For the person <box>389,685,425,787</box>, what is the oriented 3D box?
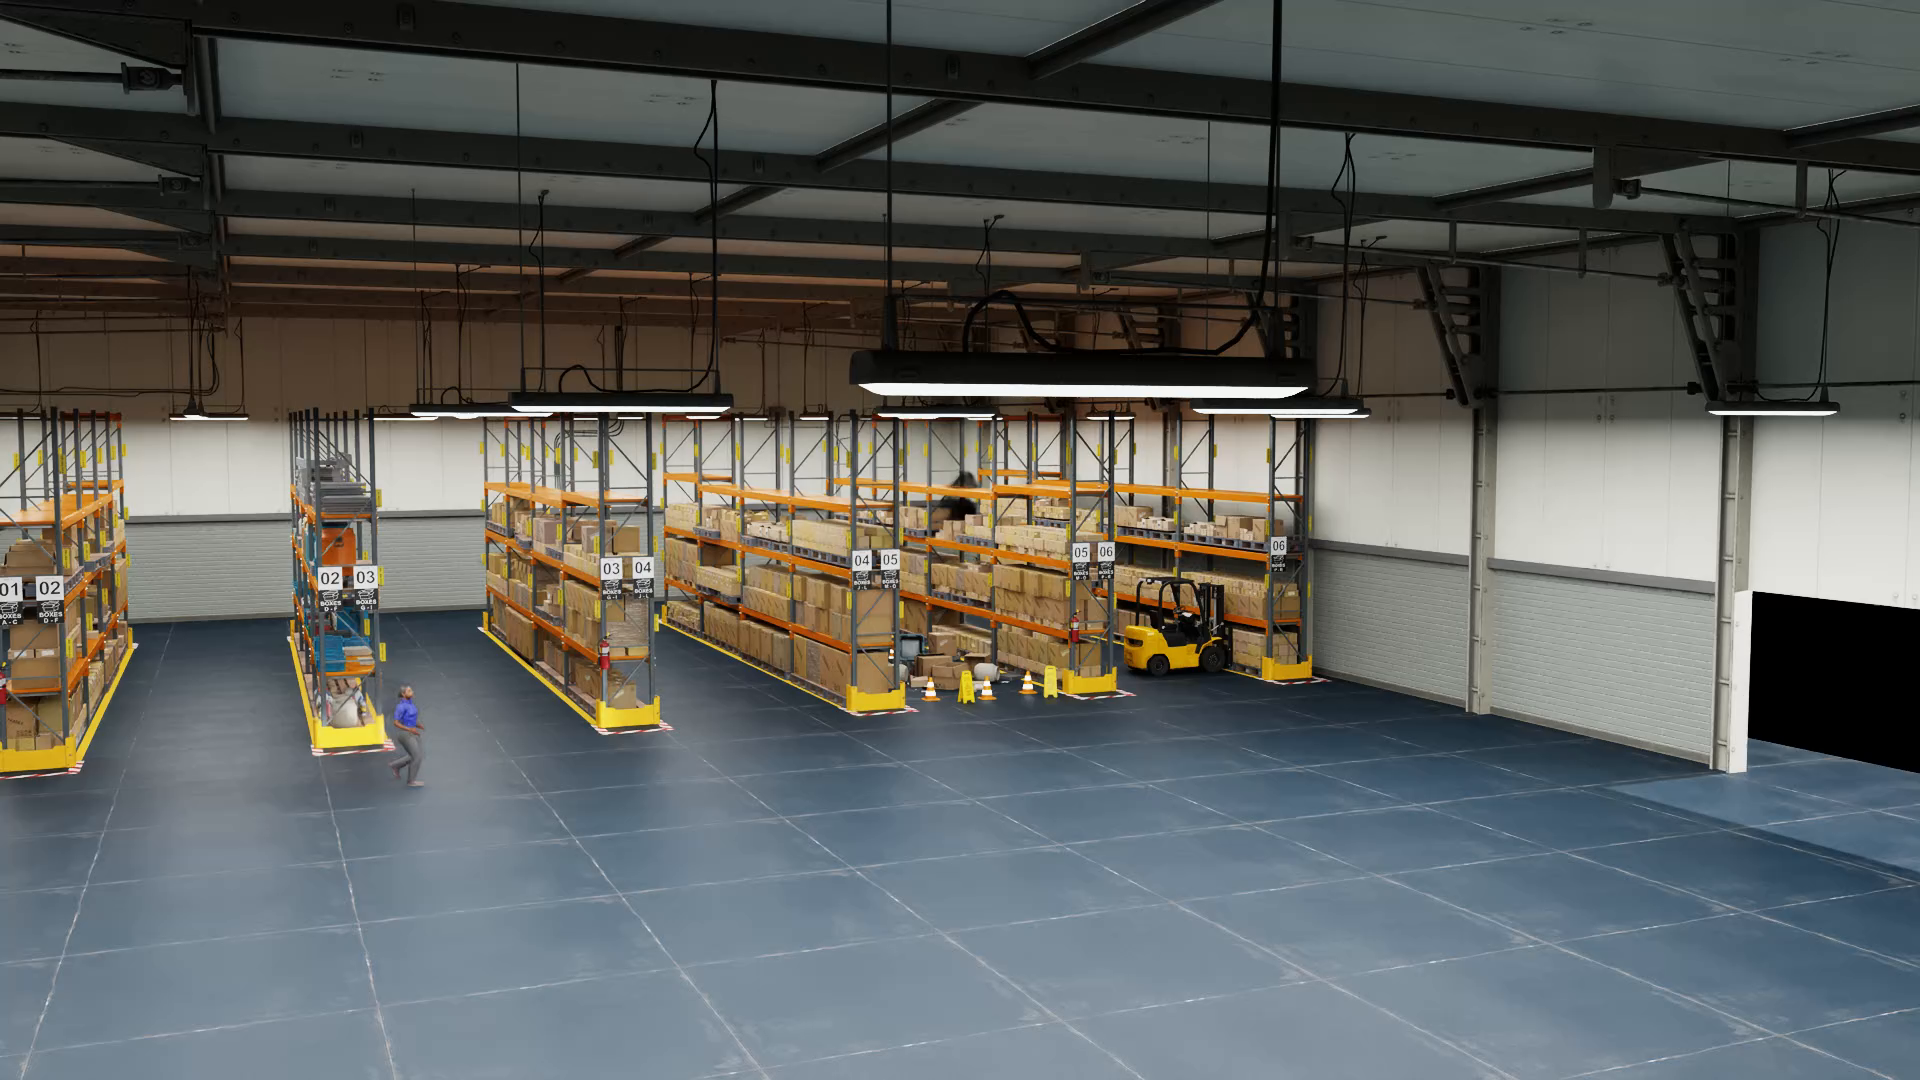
[{"bbox_3d":[-8.738,3.083,26.211,0.570,1.603,0.575,0,4,1],"label":"person"}]
